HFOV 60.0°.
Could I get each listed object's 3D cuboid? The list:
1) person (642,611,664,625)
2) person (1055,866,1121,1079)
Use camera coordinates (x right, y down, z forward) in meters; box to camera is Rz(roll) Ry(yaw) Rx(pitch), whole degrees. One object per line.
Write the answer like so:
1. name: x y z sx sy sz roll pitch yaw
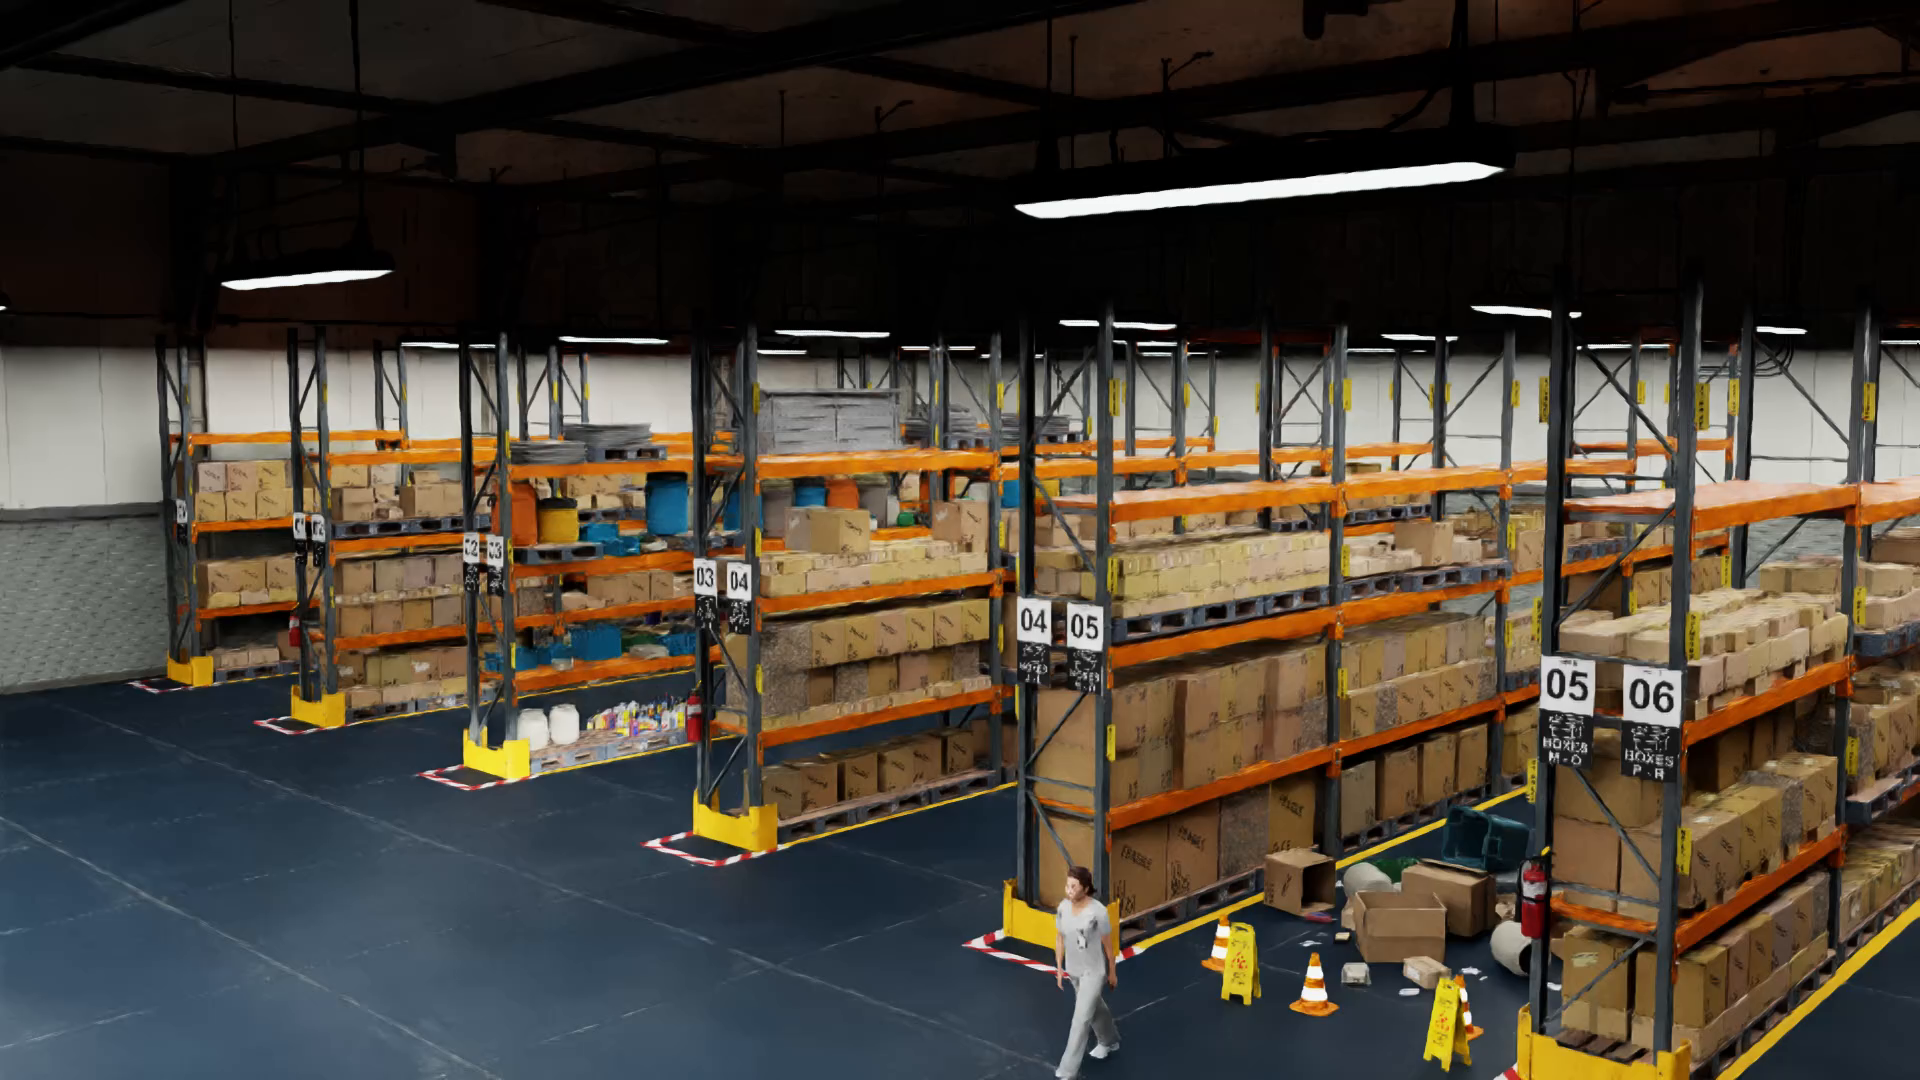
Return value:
1. person: -5.979 1.363 32.034 1.090 1.567 0.479 -5 8 -44
2. person: 0.891 3.189 12.363 0.449 1.580 1.099 5 7 41
